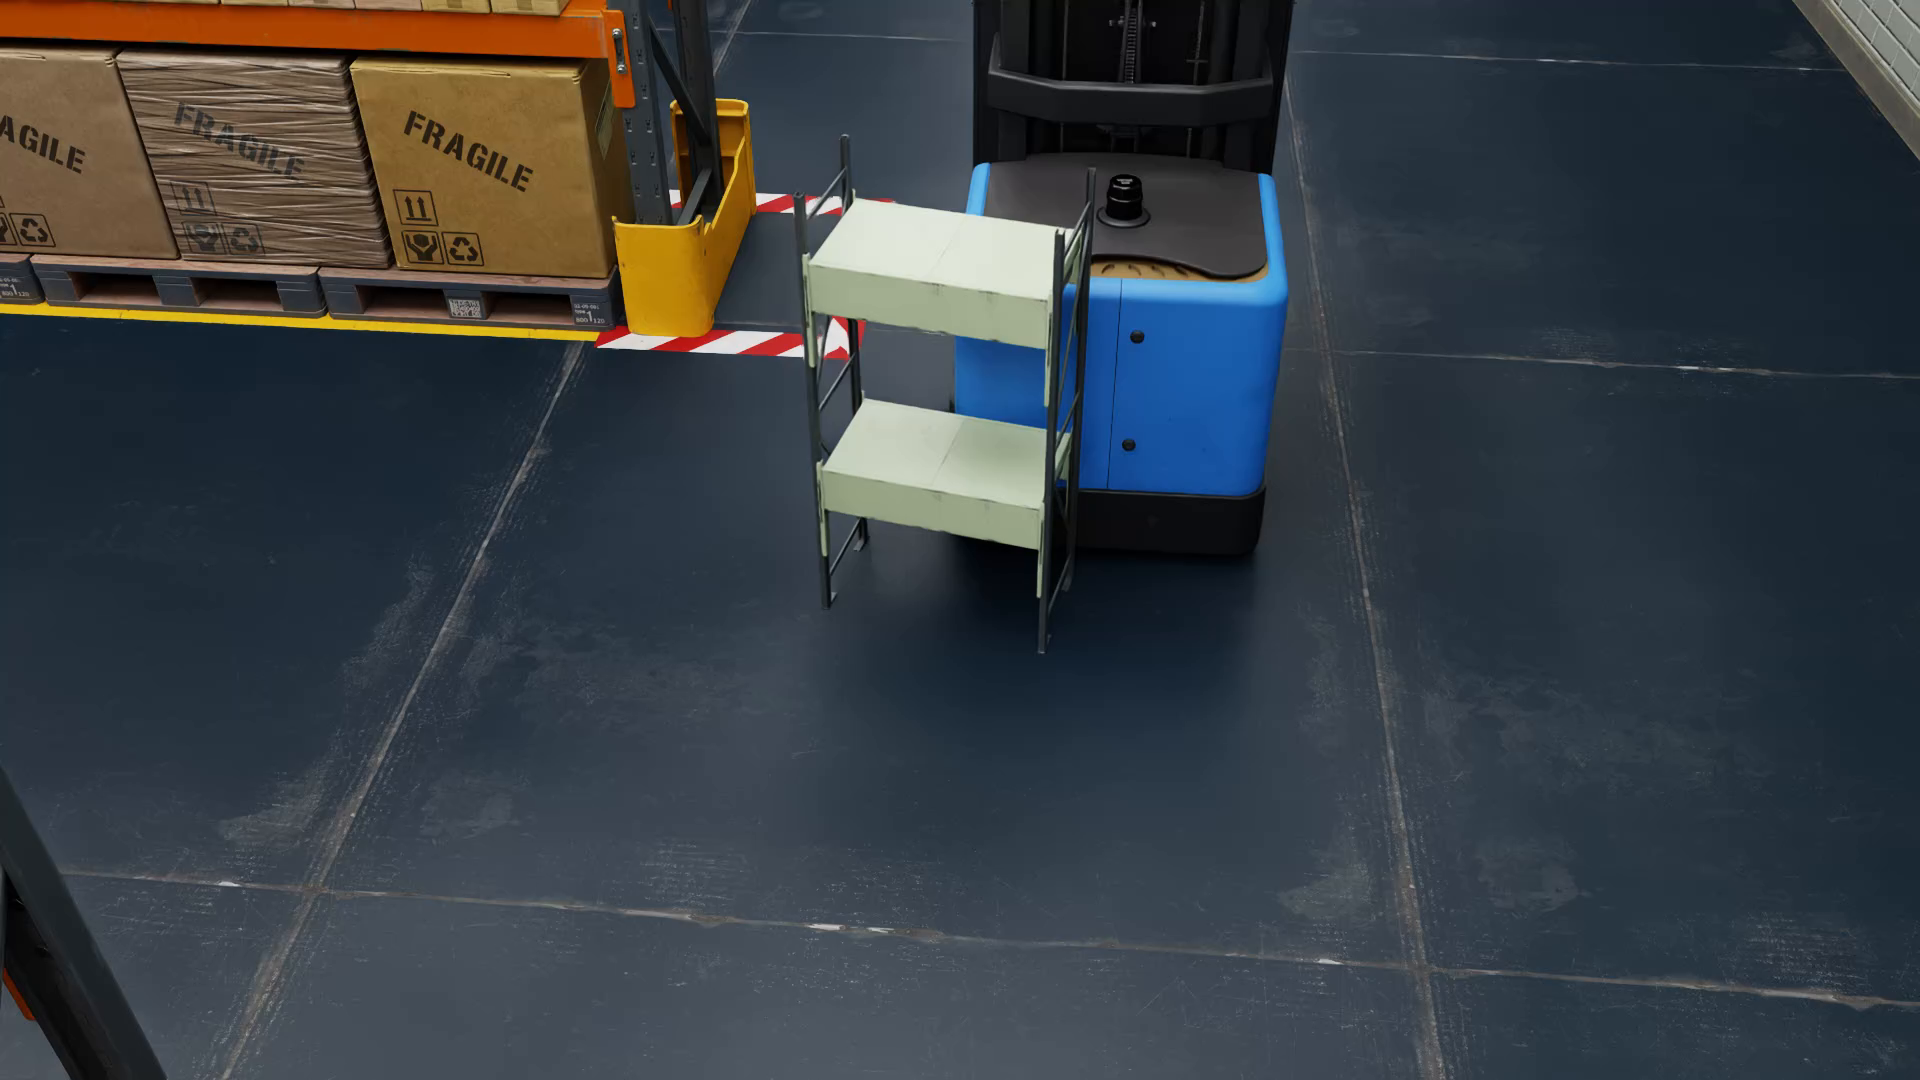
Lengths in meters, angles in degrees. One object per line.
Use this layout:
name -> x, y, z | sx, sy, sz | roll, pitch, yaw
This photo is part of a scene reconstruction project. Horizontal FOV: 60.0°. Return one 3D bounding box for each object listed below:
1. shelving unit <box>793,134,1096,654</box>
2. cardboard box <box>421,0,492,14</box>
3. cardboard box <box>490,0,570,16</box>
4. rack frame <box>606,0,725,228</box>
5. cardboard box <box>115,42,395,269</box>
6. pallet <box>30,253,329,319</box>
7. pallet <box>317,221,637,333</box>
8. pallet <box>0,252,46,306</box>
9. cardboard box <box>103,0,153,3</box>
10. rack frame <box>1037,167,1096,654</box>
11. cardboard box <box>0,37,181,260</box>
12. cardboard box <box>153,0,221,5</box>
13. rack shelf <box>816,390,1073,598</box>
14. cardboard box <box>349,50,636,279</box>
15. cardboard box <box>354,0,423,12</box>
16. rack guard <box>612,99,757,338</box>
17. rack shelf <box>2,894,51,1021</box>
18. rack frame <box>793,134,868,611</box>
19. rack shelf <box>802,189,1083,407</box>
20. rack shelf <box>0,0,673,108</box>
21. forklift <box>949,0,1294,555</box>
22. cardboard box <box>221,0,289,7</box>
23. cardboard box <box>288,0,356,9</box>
shelving unit -> -0.036, -0.405, 5.060 | 0.755, 1.500, 0.431 | 11, 40, 13
cardboard box -> -1.812, -2.089, 6.139 | 0.250, 0.149, 0.380 | 4, 39, 4
cardboard box -> -1.553, -2.076, 6.123 | 0.250, 0.149, 0.380 | 4, 39, 5
rack frame -> -1.170, -2.361, 6.274 | 0.127, 3.000, 1.000 | 3, 39, 4
cardboard box -> -2.721, -1.734, 6.854 | 0.875, 0.875, 0.875 | 3, 39, 4
pallet -> -3.185, -1.342, 7.231 | 1.213, 0.211, 1.003 | 3, 39, 4
pallet -> -1.973, -1.274, 7.148 | 1.213, 0.211, 1.003 | 3, 39, 4
pallet -> -4.404, -1.407, 7.311 | 1.213, 0.211, 1.003 | 3, 39, 4
cardboard box -> -3.076, -2.159, 6.226 | 0.250, 0.149, 0.380 | 4, 39, 5
rack frame -> 0.315, -0.339, 4.979 | 0.023, 1.500, 0.400 | 11, 40, 13
cardboard box -> -3.608, -1.782, 6.914 | 0.875, 0.875, 0.875 | 3, 39, 4
cardboard box -> -2.829, -2.144, 6.207 | 0.250, 0.149, 0.380 | 3, 39, 4
rack shelf -> -0.036, -0.152, 5.265 | 0.720, 0.370, 0.431 | 11, 40, 13
cardboard box -> -1.814, -1.684, 6.794 | 0.875, 0.875, 0.875 | 3, 39, 4
cardboard box -> -2.063, -2.103, 6.157 | 0.250, 0.149, 0.380 | 3, 39, 4
rack guard -> -1.146, -1.390, 7.062 | 0.348, 0.500, 1.175 | 3, 39, 4
rack shelf -> -3.691, 0.923, 2.810 | 4.000, 0.370, 1.077 | 3, 39, 4
rack frame -> -0.387, -0.471, 5.140 | 0.023, 1.500, 0.400 | 11, 40, 13
rack shelf -> -0.036, -0.708, 4.813 | 0.720, 0.370, 0.431 | 11, 40, 13
rack shelf -> -3.162, -2.191, 6.635 | 4.000, 0.370, 1.077 | 3, 39, 4
forklift -> 0.611, -2.004, 5.891 | 1.130, 2.935, 3.031 | 3, 39, 4
cardboard box -> -2.571, -2.131, 6.190 | 0.250, 0.149, 0.380 | 2, 39, 3
cardboard box -> -2.312, -2.118, 6.174 | 0.250, 0.149, 0.380 | 4, 39, 5
